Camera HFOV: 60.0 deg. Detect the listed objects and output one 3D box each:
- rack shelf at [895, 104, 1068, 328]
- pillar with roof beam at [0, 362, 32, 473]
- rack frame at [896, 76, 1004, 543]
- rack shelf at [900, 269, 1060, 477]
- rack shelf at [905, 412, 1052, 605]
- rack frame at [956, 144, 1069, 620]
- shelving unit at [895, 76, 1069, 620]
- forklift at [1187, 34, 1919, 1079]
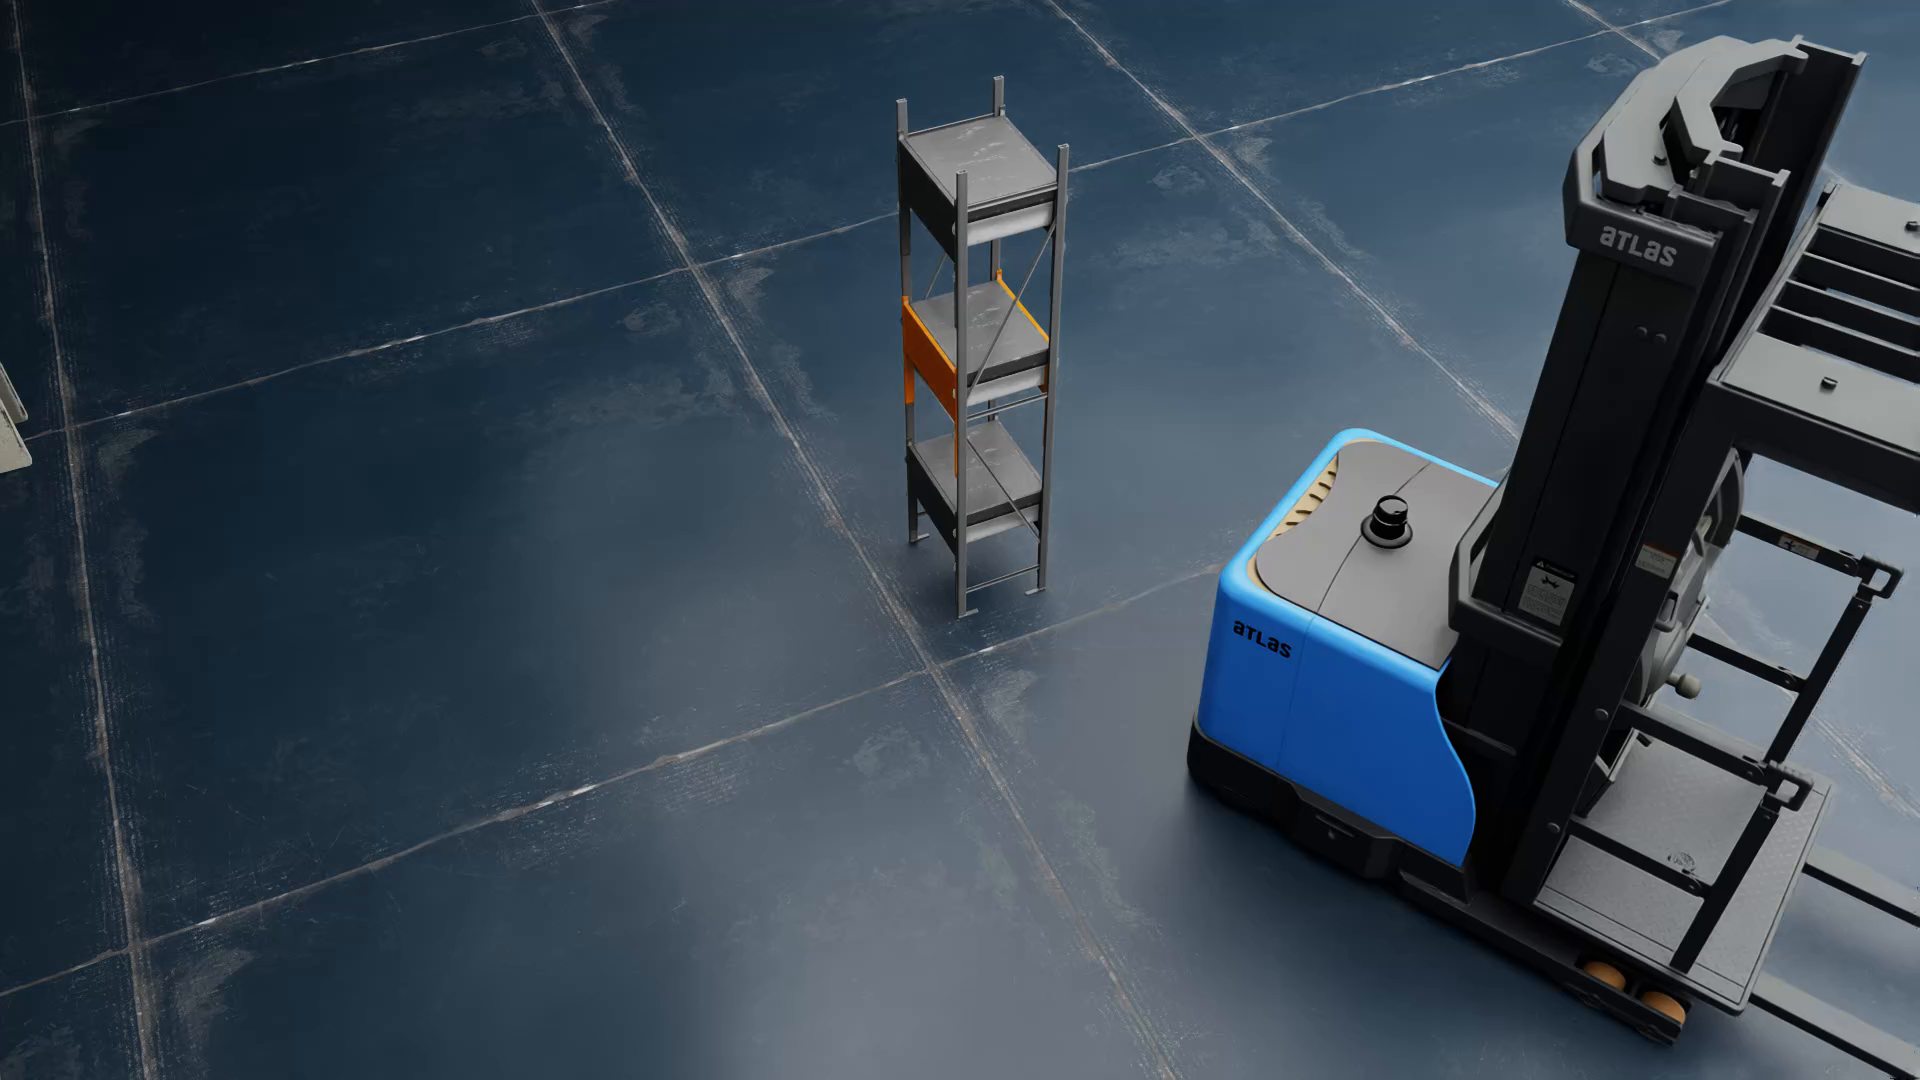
[{"bbox_3d":[0.070,-1.130,5.792,0.431,0.518,0.480,-18,47,-17],"label":"rack shelf"},{"bbox_3d":[-0.481,-4.893,5.671,9.100,9.000,0.400,-18,47,-17],"label":"pillar with roof beam"},{"bbox_3d":[-0.033,-0.797,6.432,0.400,2.100,0.015,-18,47,-17],"label":"rack frame"},{"bbox_3d":[0.070,-0.632,6.284,0.431,0.518,0.480,-18,47,-17],"label":"rack shelf"},{"bbox_3d":[0.070,-0.134,6.776,0.431,0.518,0.480,-18,47,-17],"label":"rack shelf"},{"bbox_3d":[0.172,-0.486,6.117,0.400,2.100,0.015,-18,47,-17],"label":"rack frame"},{"bbox_3d":[0.070,-0.642,6.274,0.431,2.100,0.503,-18,47,-17],"label":"shelving unit"},{"bbox_3d":[2.339,0.167,4.863,3.031,2.935,1.130,26,50,24],"label":"forklift"}]
